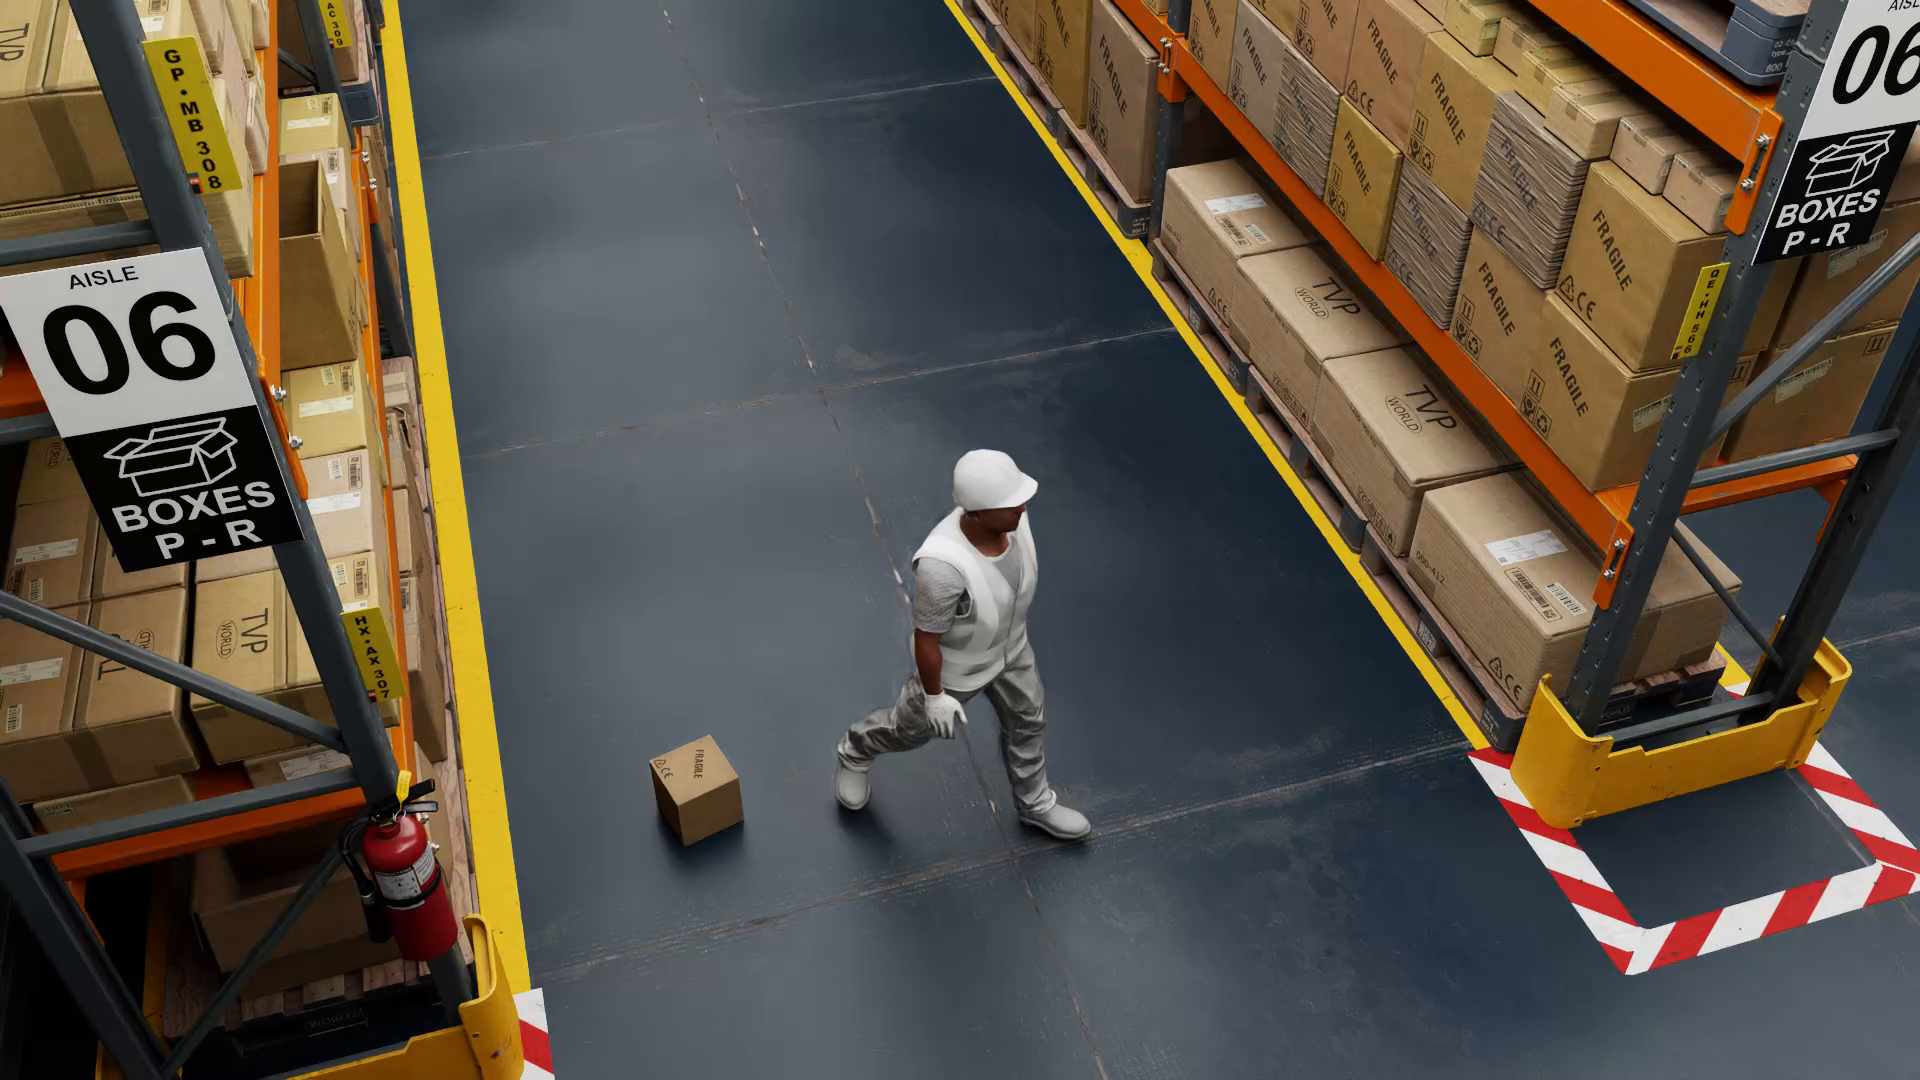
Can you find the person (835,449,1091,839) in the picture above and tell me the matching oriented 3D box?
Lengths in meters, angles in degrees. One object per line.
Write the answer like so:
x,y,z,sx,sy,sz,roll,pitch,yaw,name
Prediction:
-0.016,0.378,5.726,0.954,1.767,0.598,29,49,28,person
